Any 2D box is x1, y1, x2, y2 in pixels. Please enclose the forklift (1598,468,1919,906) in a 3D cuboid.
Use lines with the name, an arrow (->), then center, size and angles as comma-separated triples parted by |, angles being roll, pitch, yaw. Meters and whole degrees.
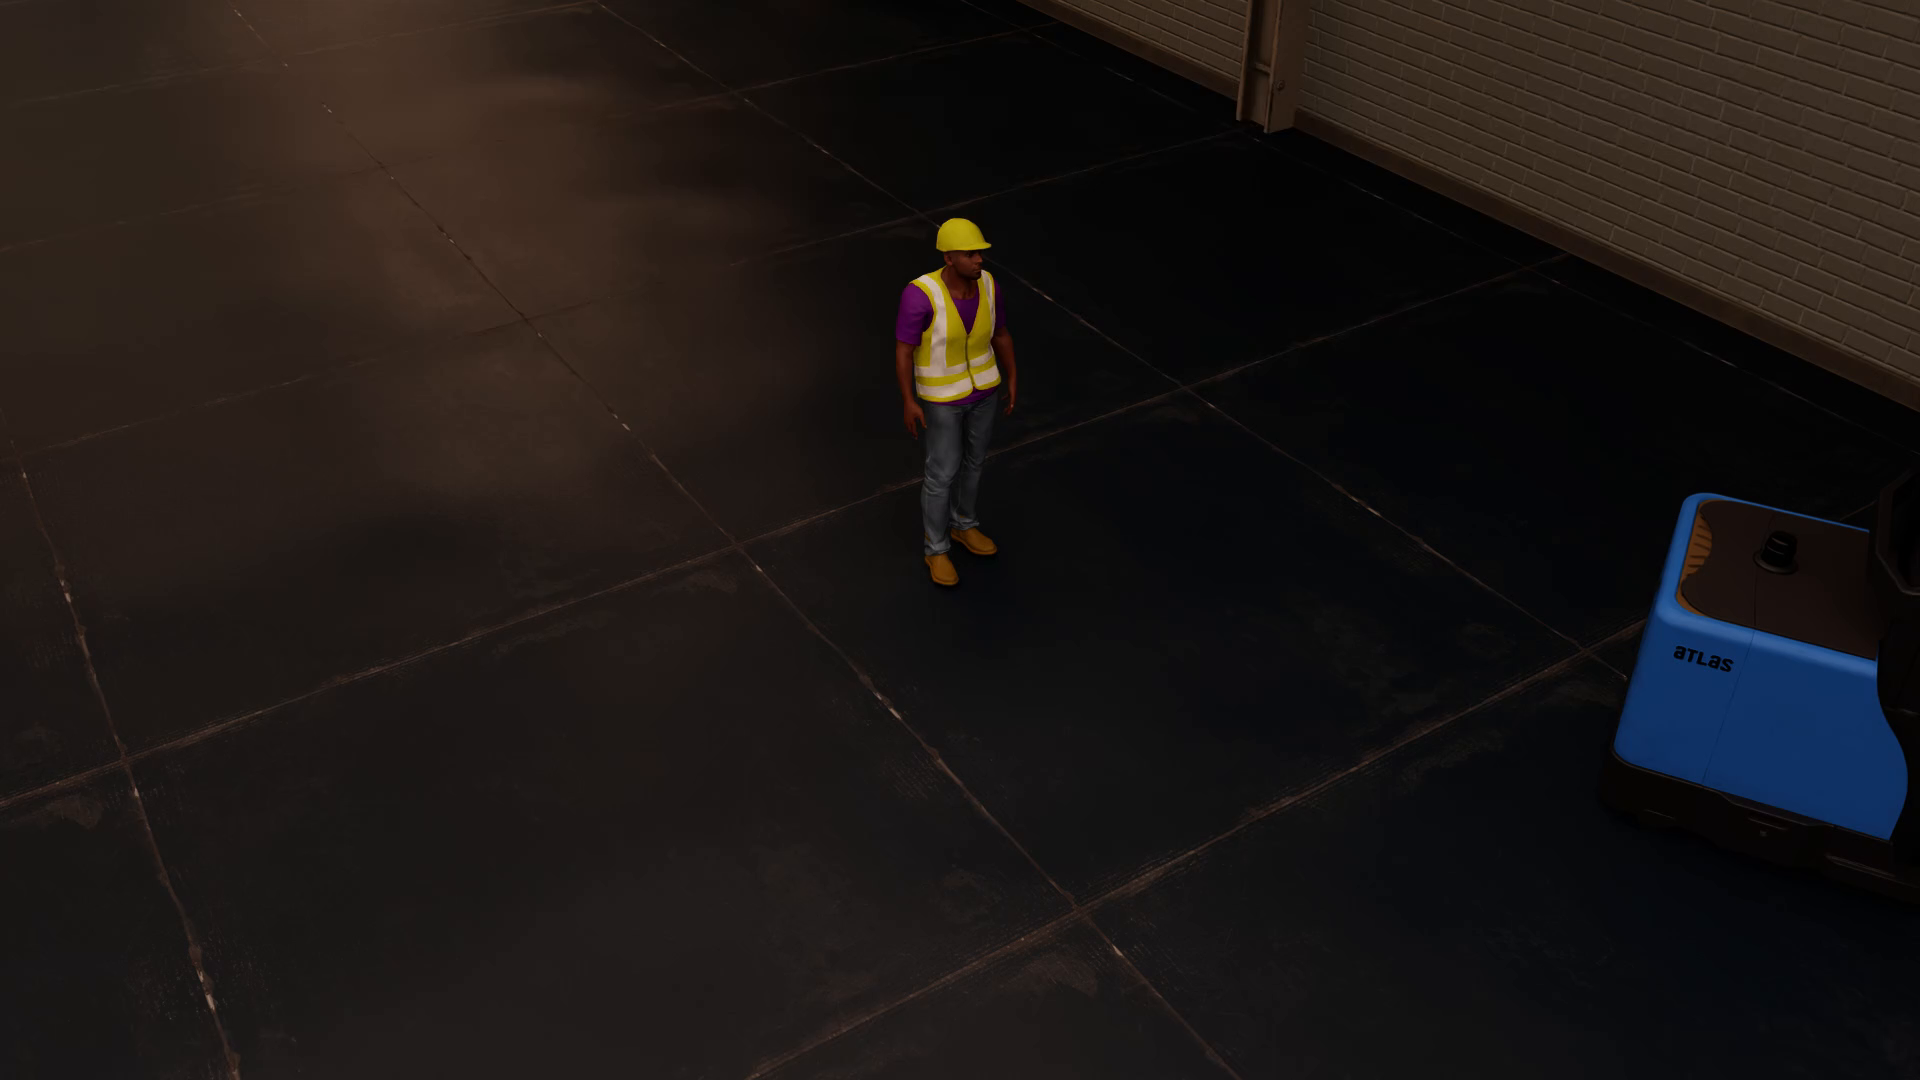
forklift -> 4.258, 0.083, 6.030 | 3.031, 2.935, 1.130 | 16, 38, 22

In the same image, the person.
person -> 0.033, -0.693, 8.134 | 0.665, 1.768, 0.575 | -21, 40, -27
